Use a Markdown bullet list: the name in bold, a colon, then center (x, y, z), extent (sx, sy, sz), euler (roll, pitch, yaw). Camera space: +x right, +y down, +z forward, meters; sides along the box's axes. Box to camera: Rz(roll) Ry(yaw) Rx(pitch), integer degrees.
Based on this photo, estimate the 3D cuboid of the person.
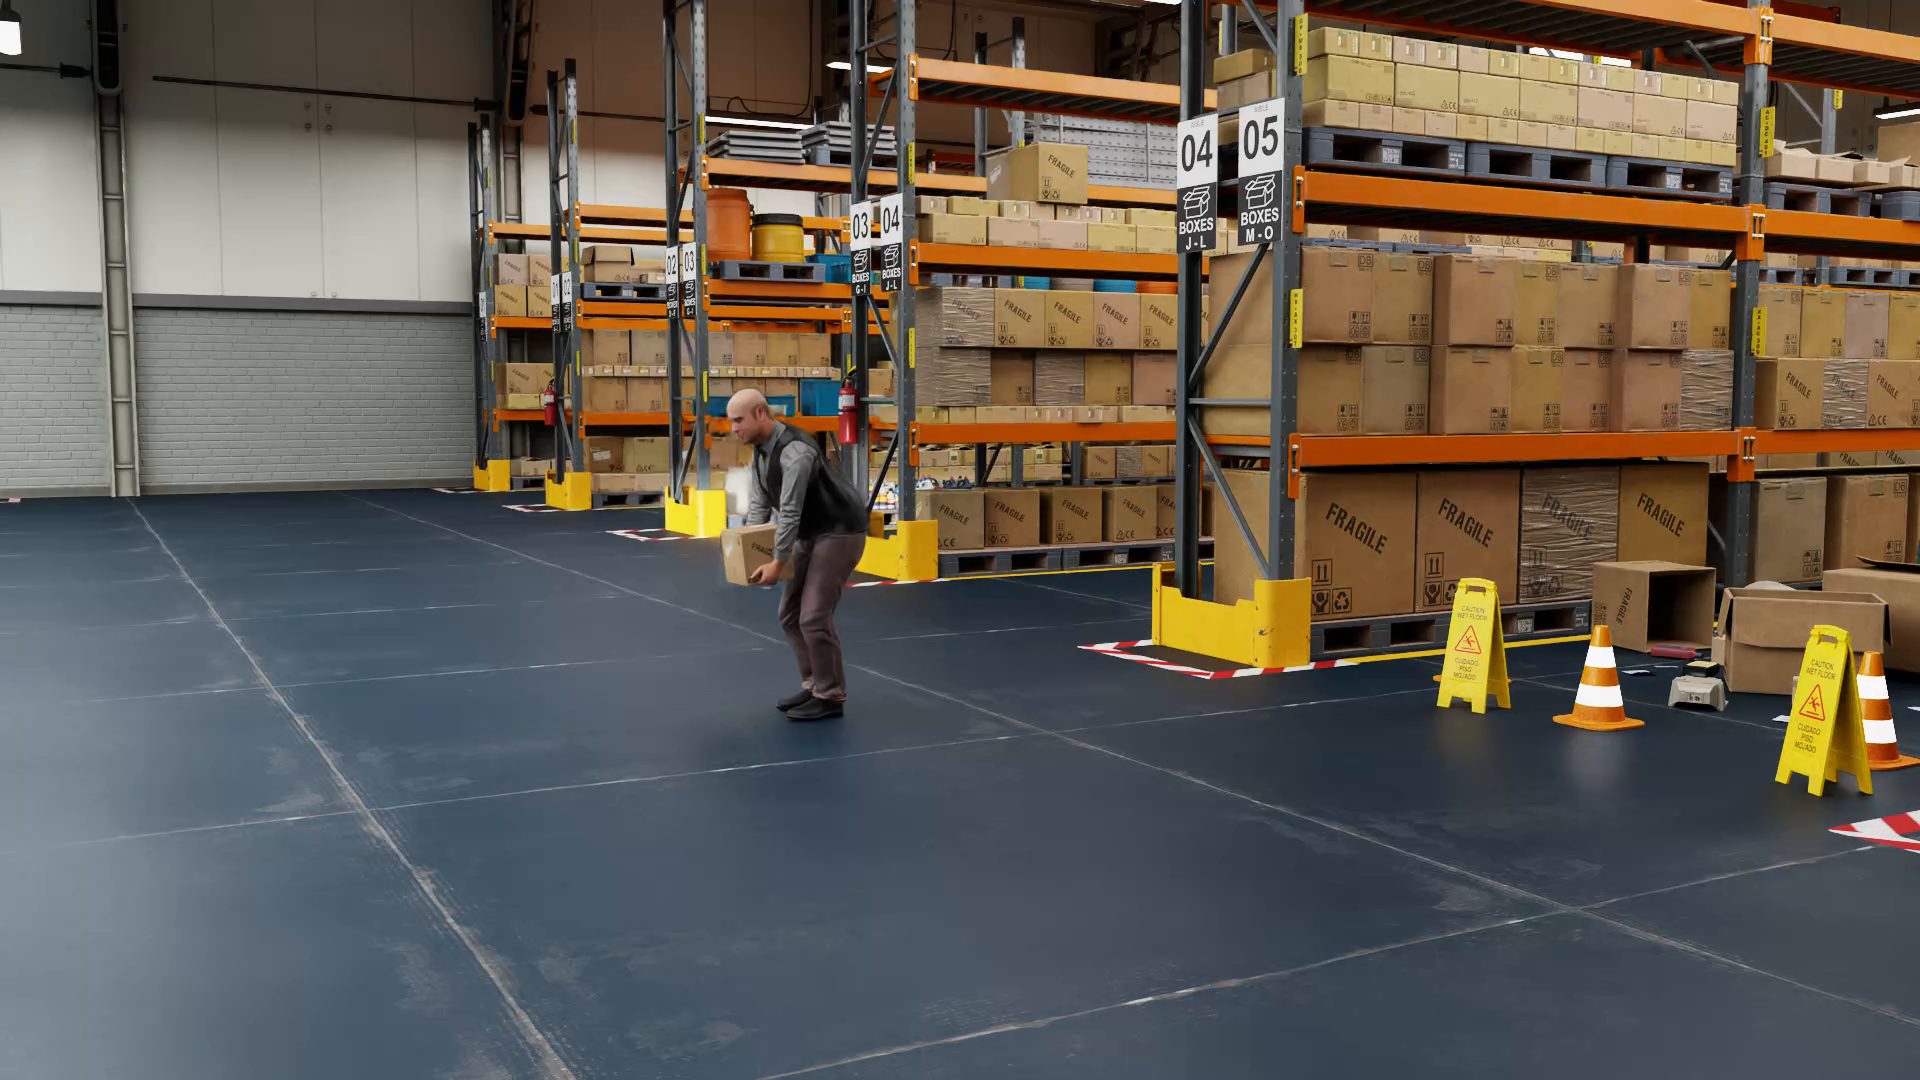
- **person**: center (-0.782, 0.068, 7.980), extent (0.699, 1.576, 0.474), euler (-3, 6, -30)
